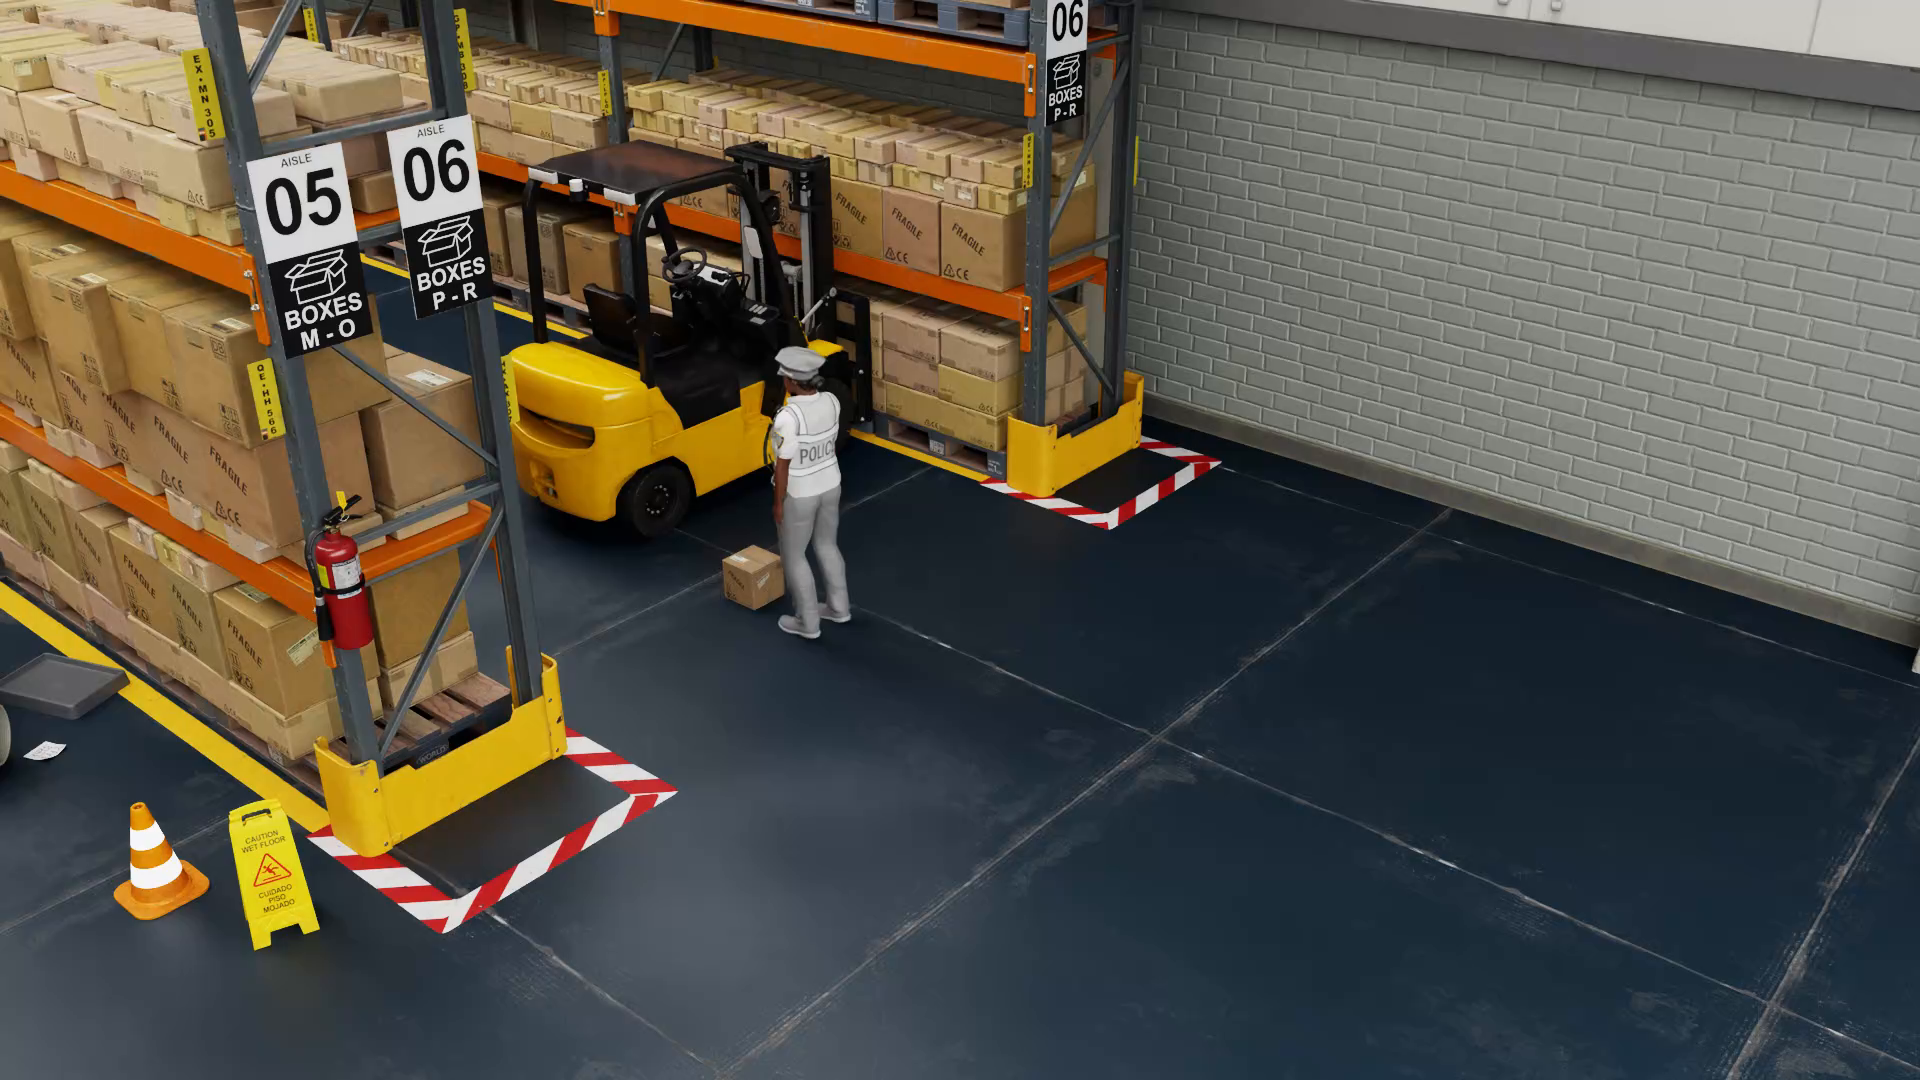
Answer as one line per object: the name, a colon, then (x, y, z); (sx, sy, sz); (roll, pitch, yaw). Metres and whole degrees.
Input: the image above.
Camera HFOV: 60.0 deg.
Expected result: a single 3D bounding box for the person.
person: (-0.849, -0.249, 9.109); (0.341, 1.673, 0.438); (22, 35, 35)
